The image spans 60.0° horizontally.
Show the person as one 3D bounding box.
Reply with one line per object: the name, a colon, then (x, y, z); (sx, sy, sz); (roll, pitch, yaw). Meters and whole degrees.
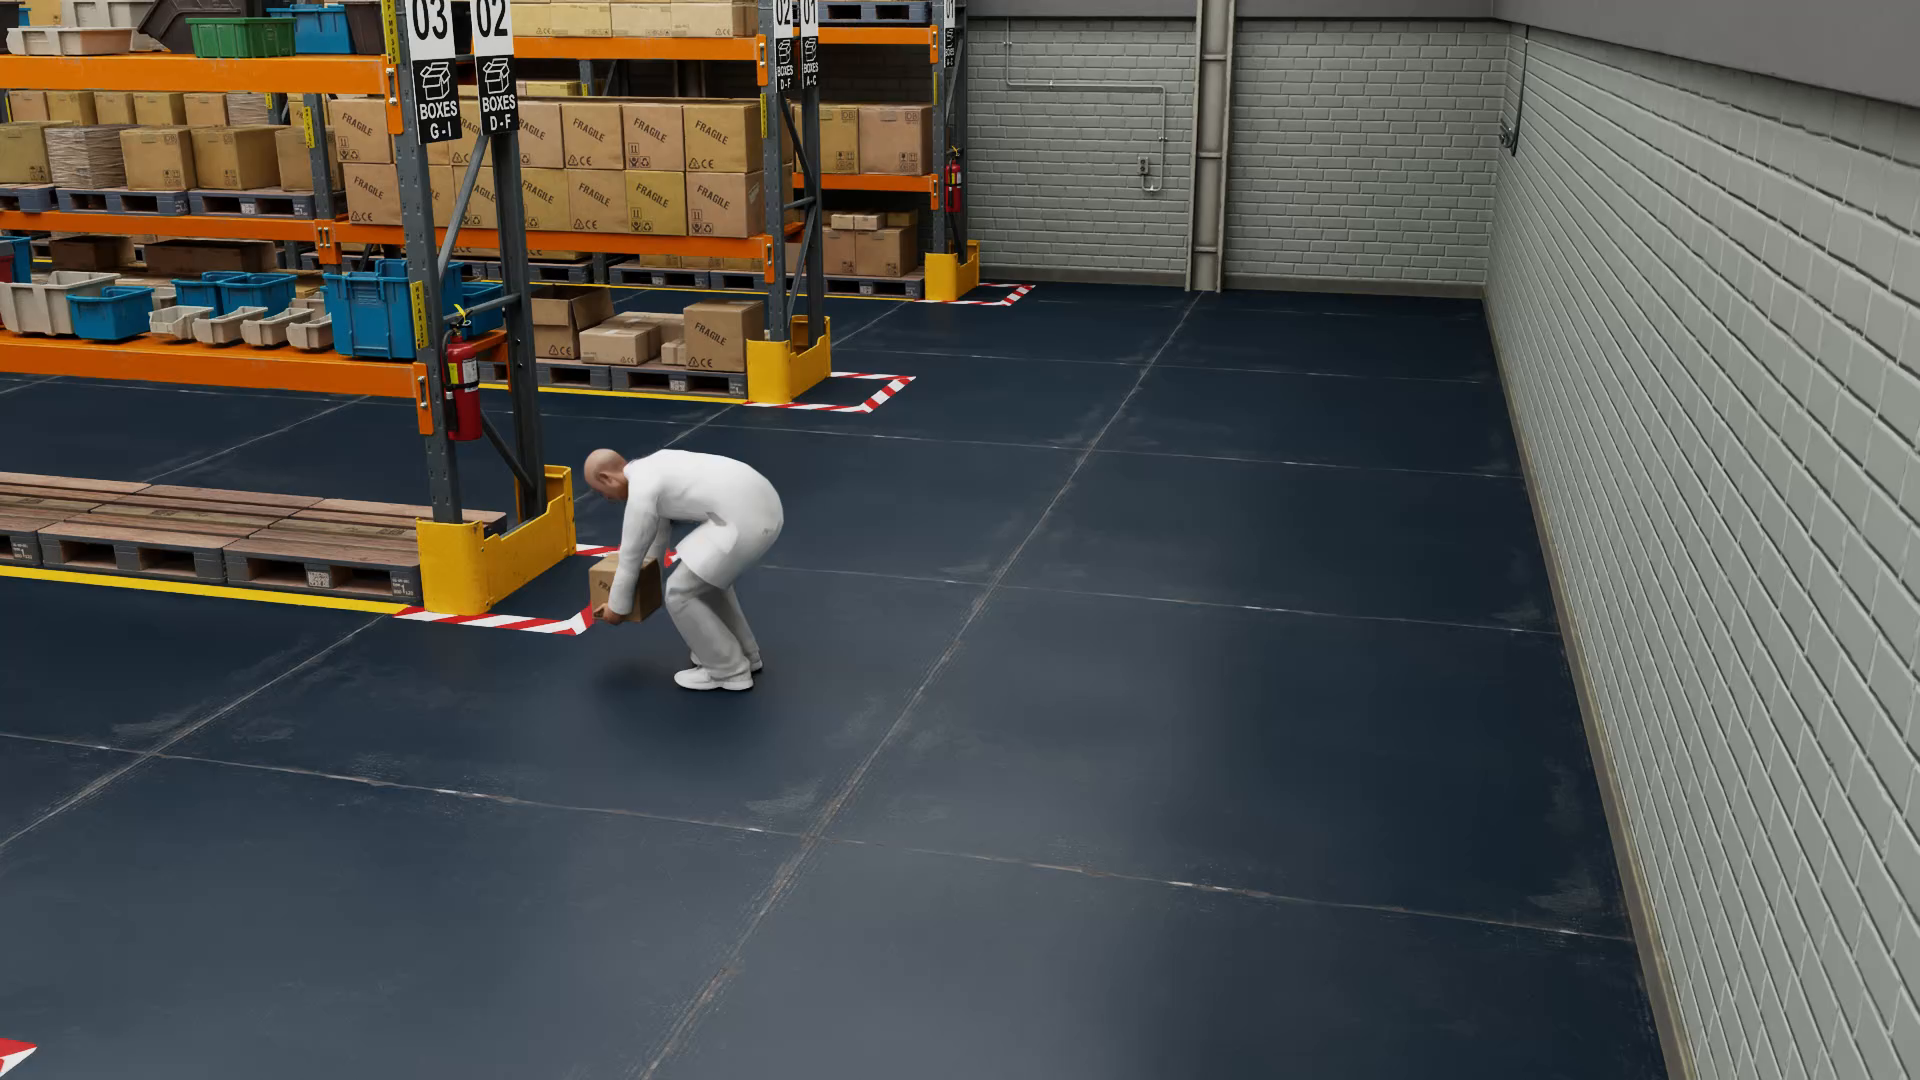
person: (-1.286, 0.129, 7.815); (0.941, 1.077, 0.585); (4, 18, 11)
